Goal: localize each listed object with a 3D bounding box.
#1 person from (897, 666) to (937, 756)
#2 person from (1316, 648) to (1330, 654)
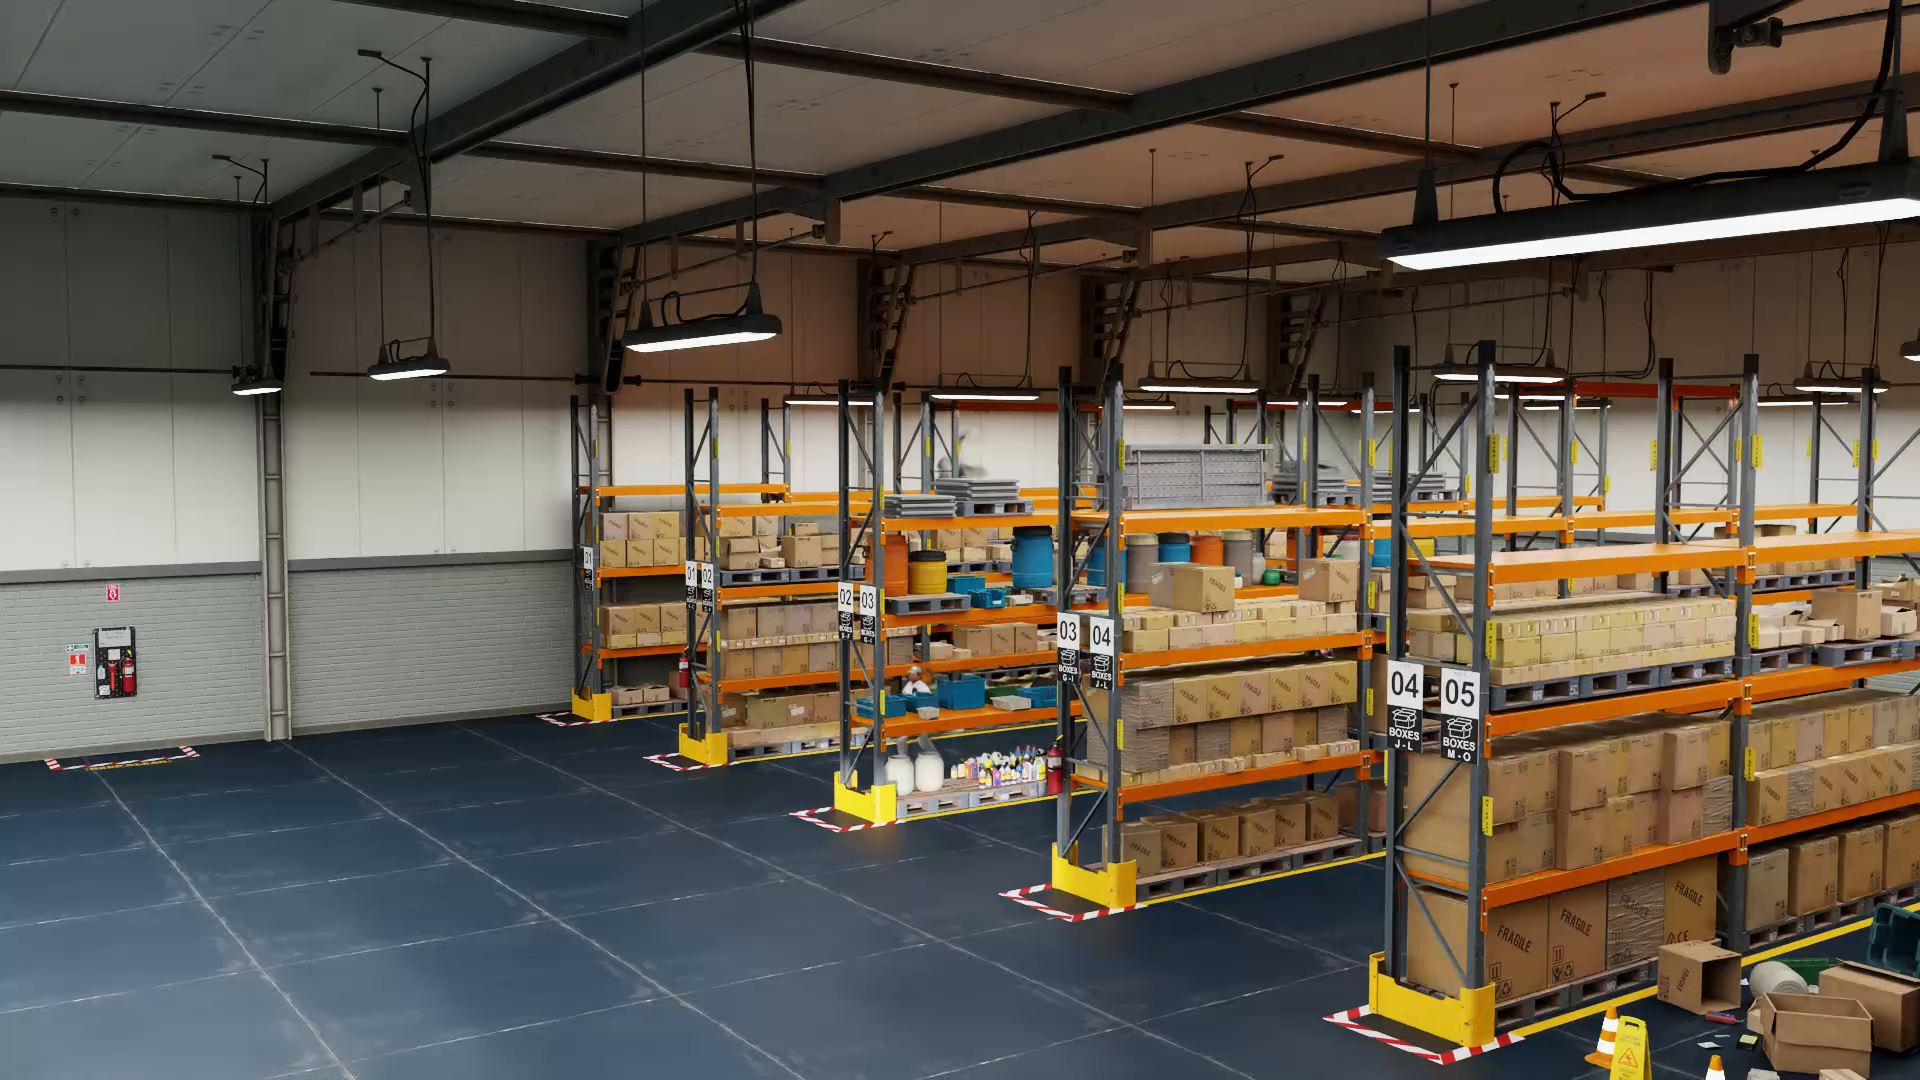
[{"bbox_3d":[-0.689,2.779,25.619,0.591,1.695,0.861,3,5,41],"label":"person"},{"bbox_3d":[6.927,2.387,31.827,0.576,1.680,0.891,3,5,43],"label":"person"}]
